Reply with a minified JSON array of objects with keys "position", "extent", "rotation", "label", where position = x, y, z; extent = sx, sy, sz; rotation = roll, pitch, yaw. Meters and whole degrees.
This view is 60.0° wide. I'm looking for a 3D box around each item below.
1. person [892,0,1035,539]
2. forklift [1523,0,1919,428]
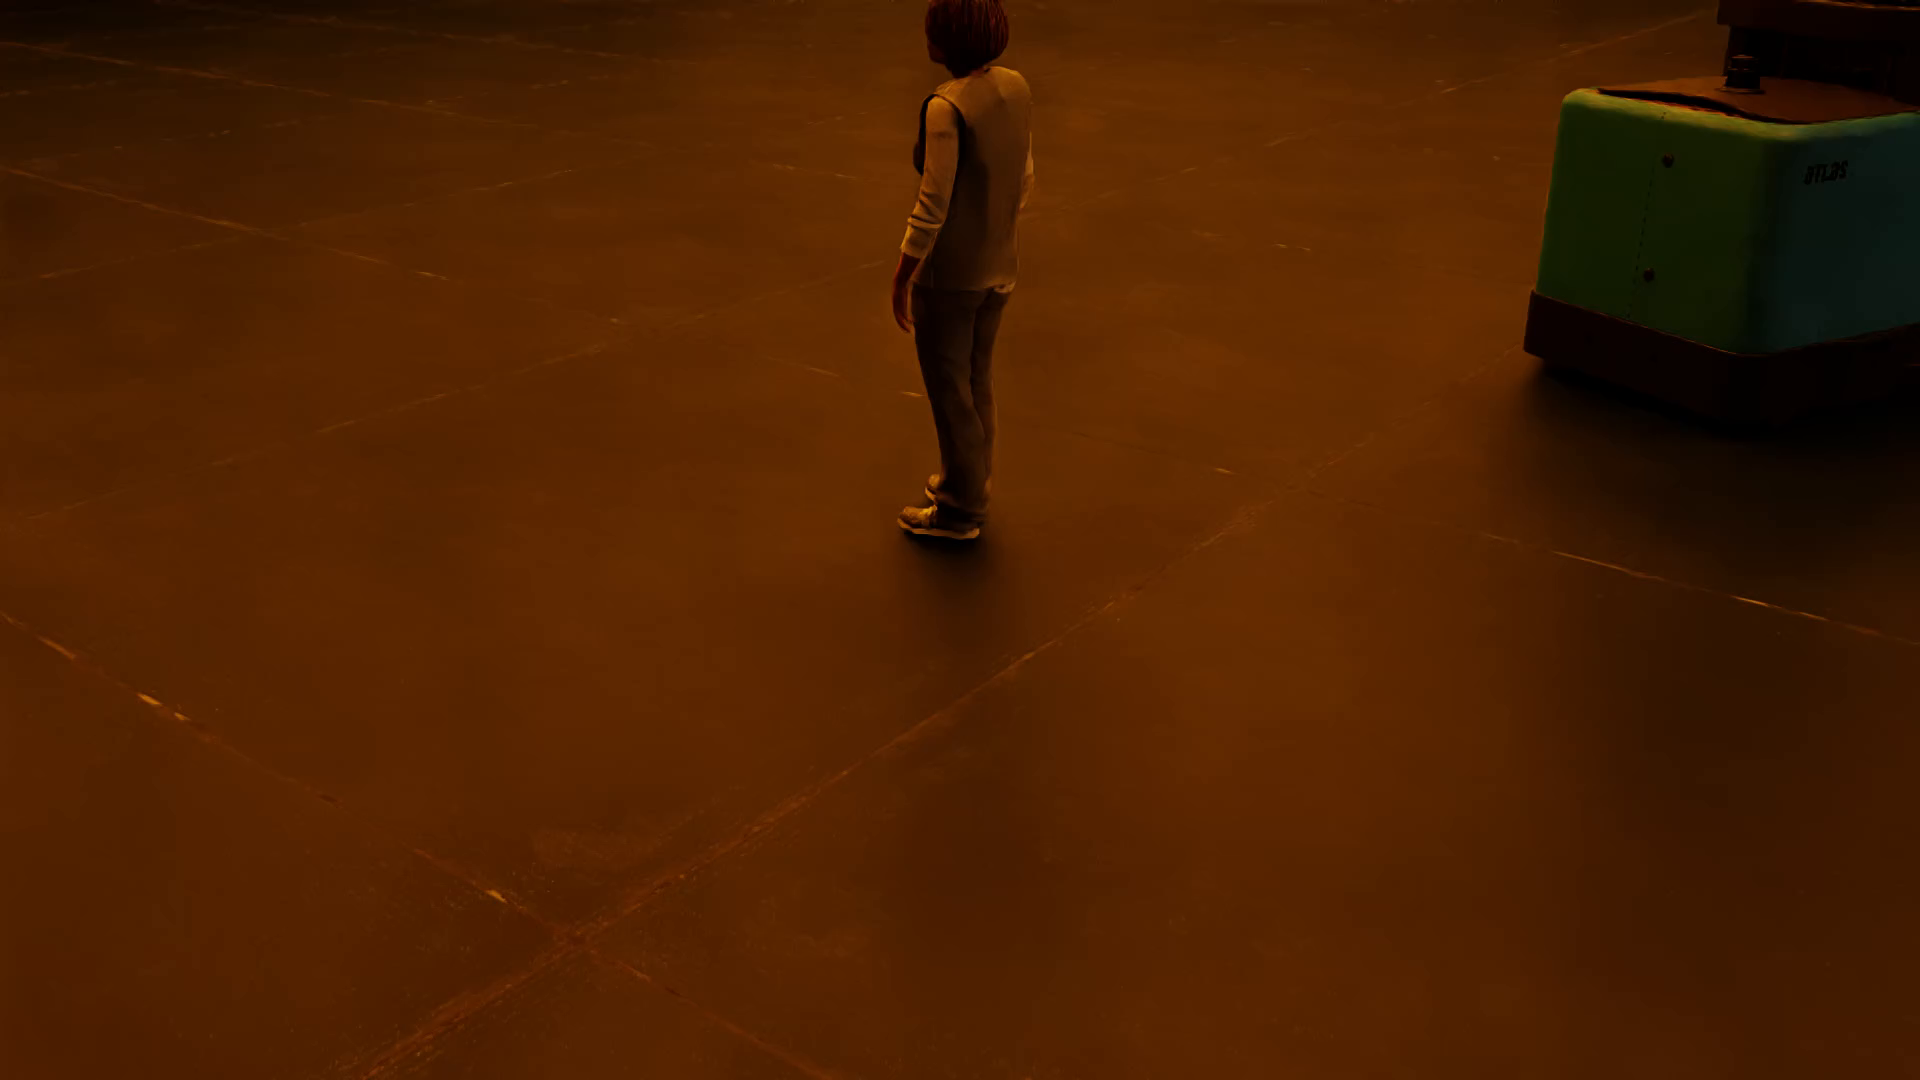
[{"position":[-0.050,-0.761,4.745],"extent":[0.474,1.597,0.521],"rotation":[17,29,34],"label":"person"},{"position":[3.770,-2.141,6.267],"extent":[3.031,2.935,1.130],"rotation":[-12,26,-25],"label":"forklift"}]
